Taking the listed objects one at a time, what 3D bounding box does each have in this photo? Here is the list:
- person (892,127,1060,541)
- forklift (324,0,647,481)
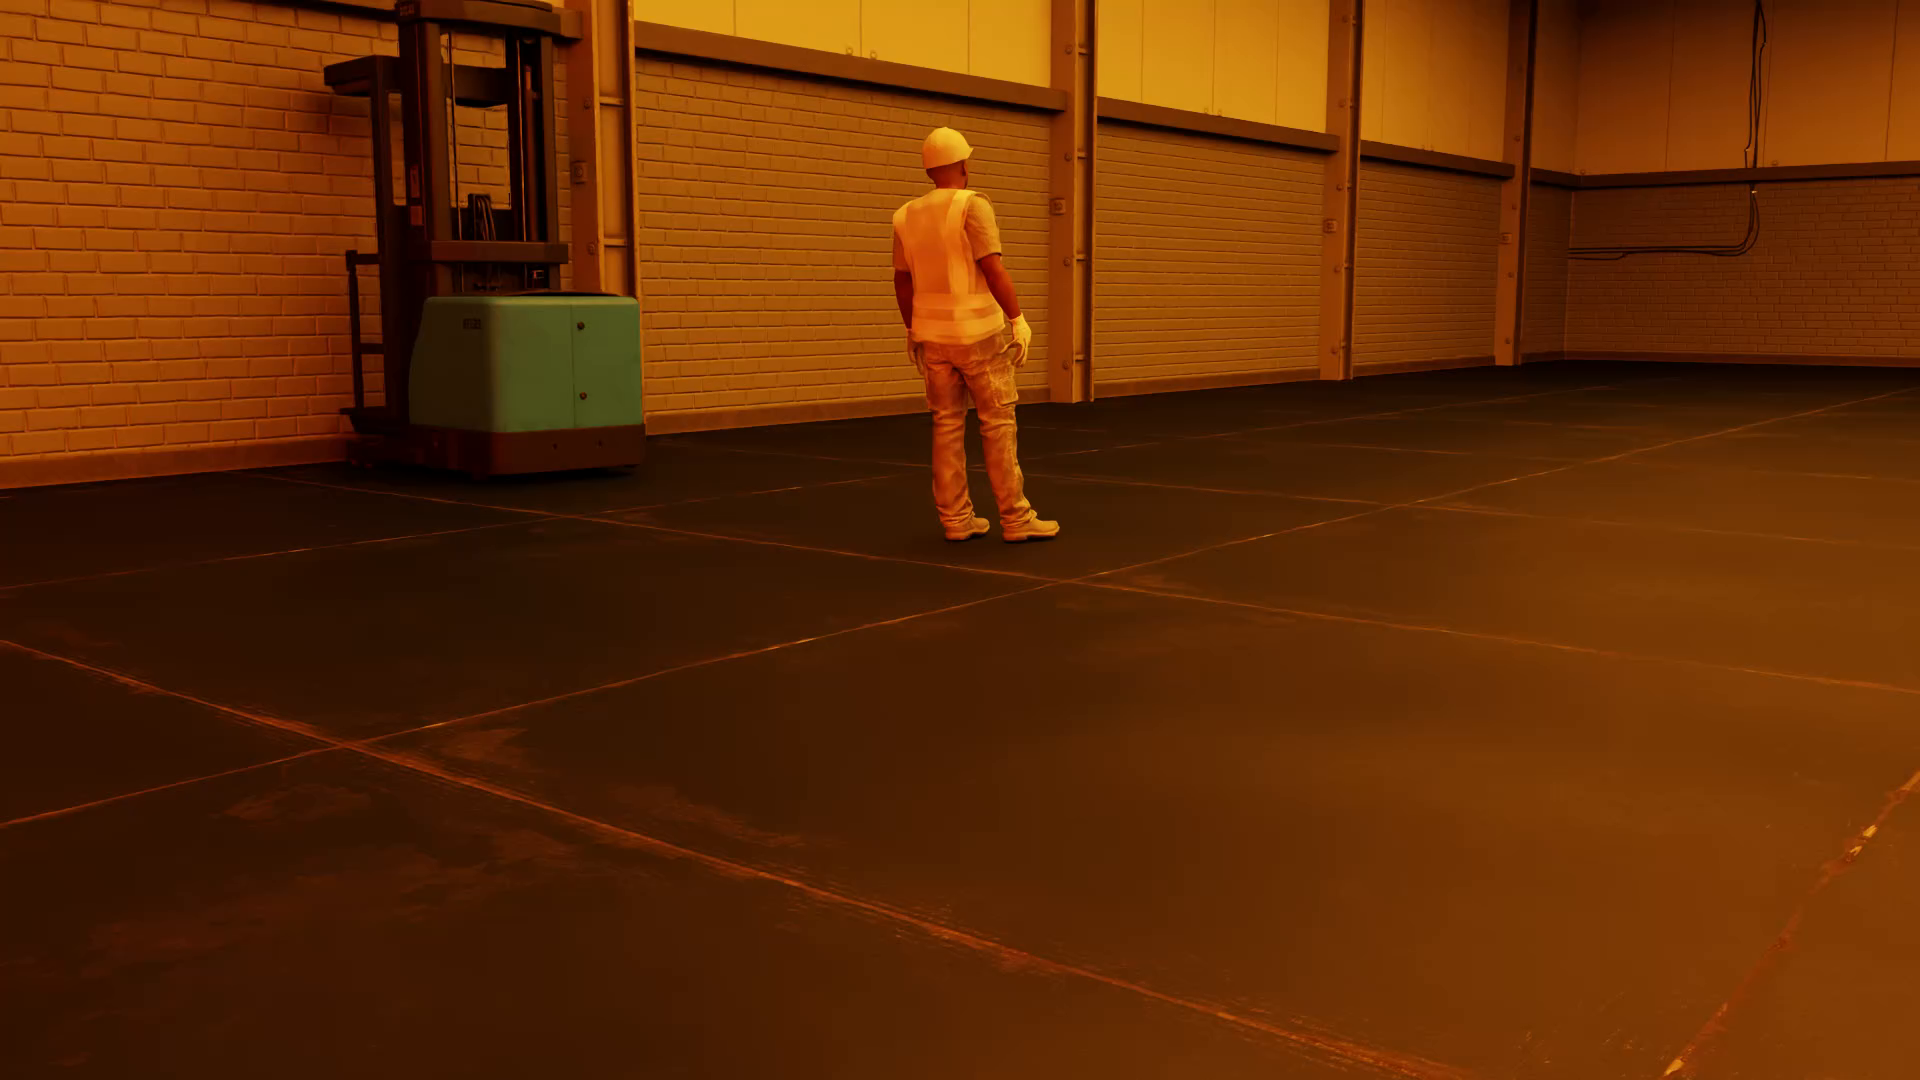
[{"bbox_3d":[0.052,-0.897,7.325,0.657,1.785,0.575,7,11,38],"label":"person"},{"bbox_3d":[-3.293,-1.950,10.611,1.130,2.935,3.031,-8,12,-44],"label":"forklift"}]
